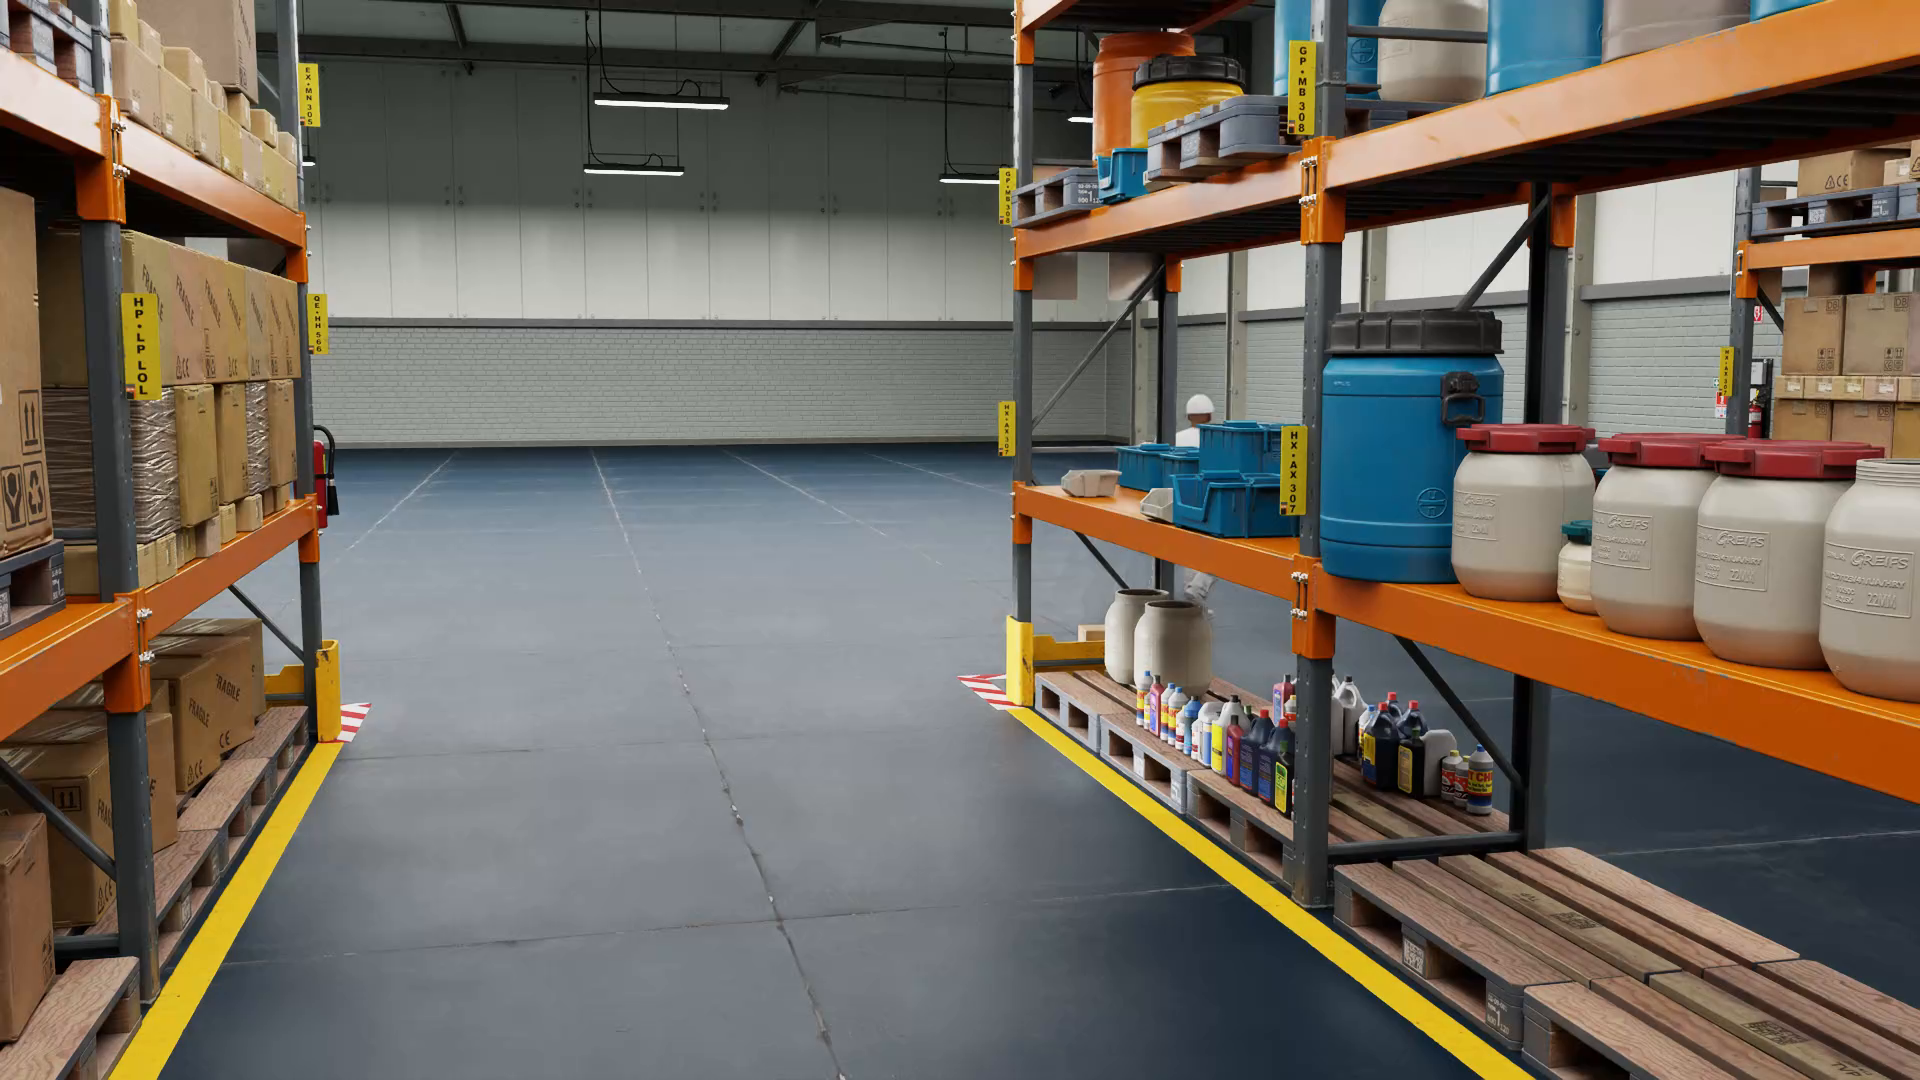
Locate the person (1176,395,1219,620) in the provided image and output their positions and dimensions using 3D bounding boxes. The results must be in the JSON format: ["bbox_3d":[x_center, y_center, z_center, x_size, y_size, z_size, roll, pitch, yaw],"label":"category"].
[{"bbox_3d":[1.847,-0.239,12.827,0.634,1.759,0.511,6,8,42],"label":"person"}]
